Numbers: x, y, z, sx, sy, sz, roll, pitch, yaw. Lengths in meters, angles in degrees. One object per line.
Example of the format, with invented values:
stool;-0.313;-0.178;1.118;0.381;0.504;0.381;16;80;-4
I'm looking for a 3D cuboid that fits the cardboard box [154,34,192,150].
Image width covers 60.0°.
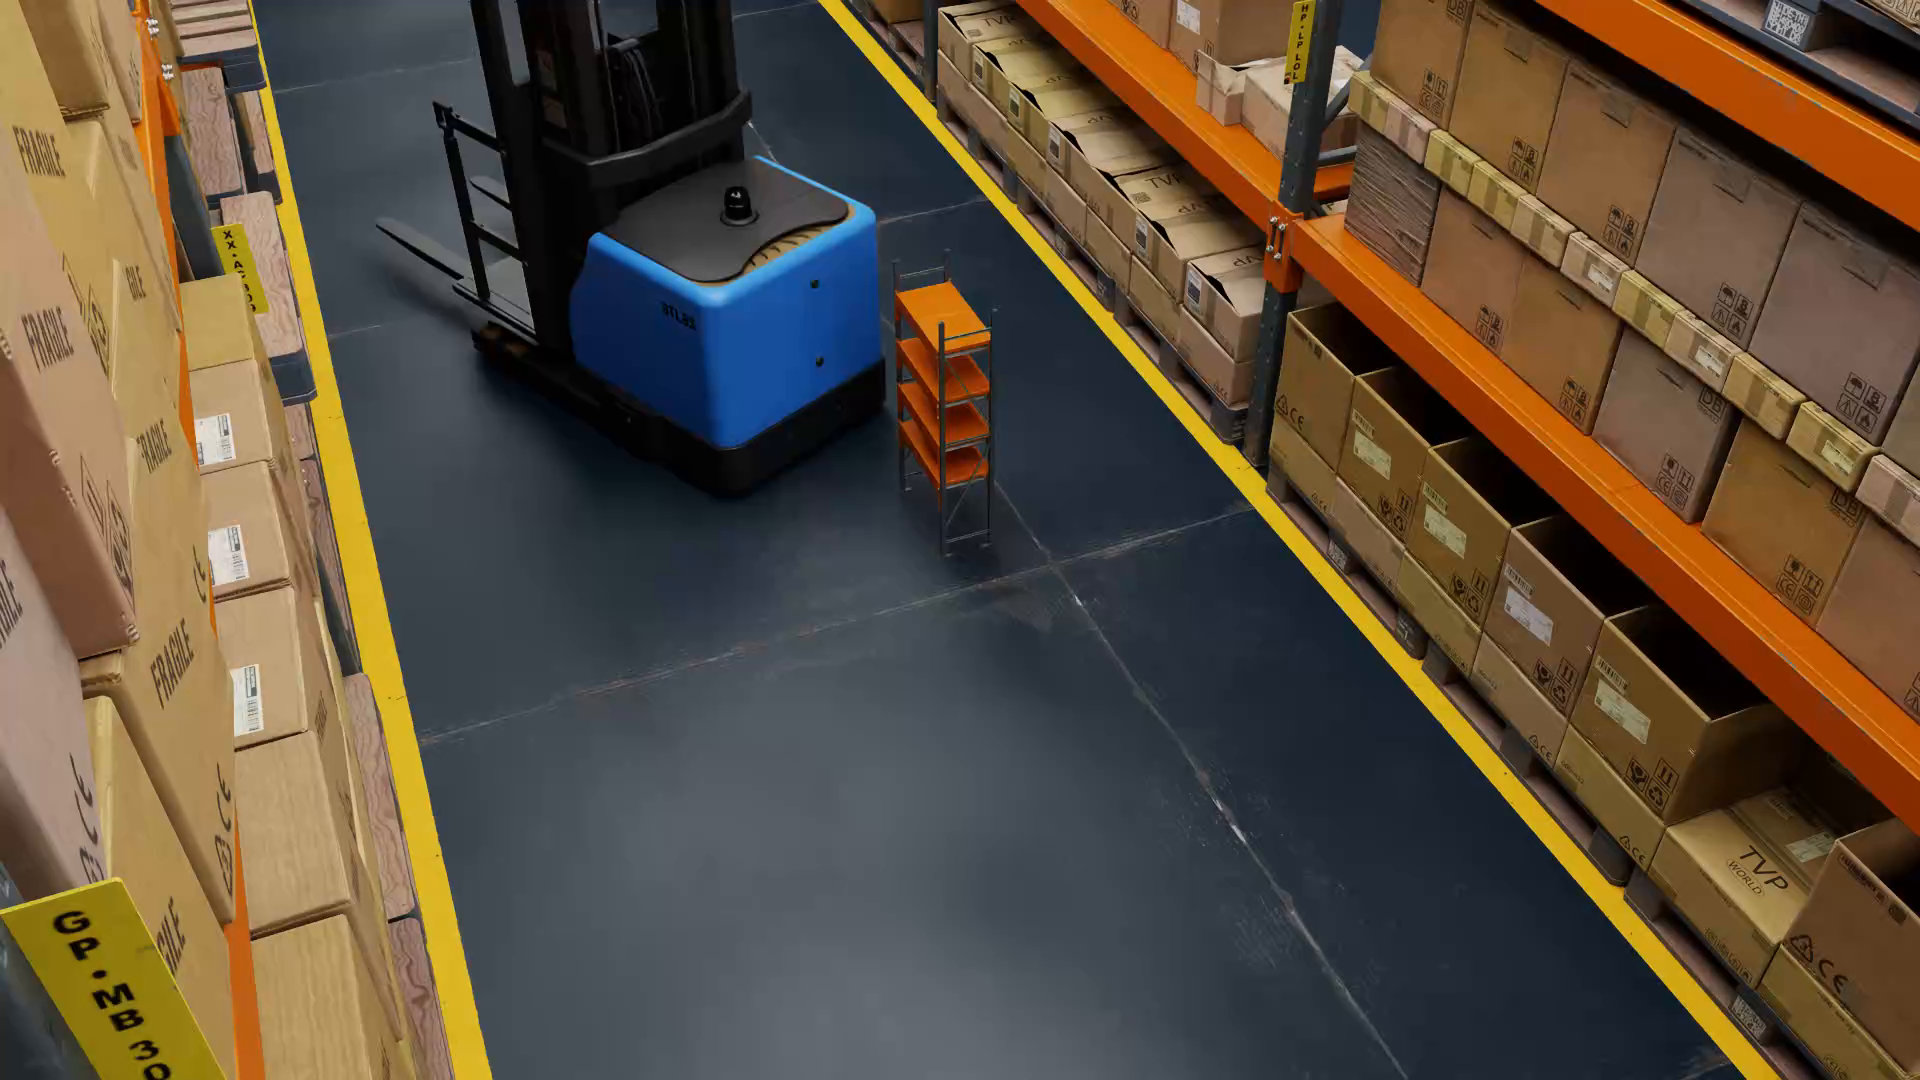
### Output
cardboard box;-3.436;-1.633;6.434;0.700;0.500;0.500;-10;42;-11

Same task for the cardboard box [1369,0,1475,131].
cardboard box;1.967;-1.888;6.073;0.700;0.500;0.500;-15;43;-17

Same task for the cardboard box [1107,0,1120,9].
cardboard box;0.918;-3.064;8.436;0.500;0.500;0.500;-17;44;-19

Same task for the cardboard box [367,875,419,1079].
cardboard box;-1.549;1.083;3.790;0.500;0.250;0.500;-16;43;-18

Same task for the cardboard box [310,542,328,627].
cardboard box;-2.140;0.176;4.845;0.500;0.250;0.500;-15;43;-17

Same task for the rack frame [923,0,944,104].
rack frame;0.260;-4.033;9.639;1.000;3.000;0.127;-15;43;-17

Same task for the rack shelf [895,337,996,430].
rack shelf;-0.063;-0.673;6.873;0.258;0.148;0.480;-15;43;-17

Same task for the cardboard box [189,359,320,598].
cardboard box;-2.122;-0.114;4.606;0.500;0.500;0.500;-15;43;-17

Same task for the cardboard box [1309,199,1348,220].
cardboard box;1.676;-1.567;8.128;0.500;0.311;0.500;-16;43;-17

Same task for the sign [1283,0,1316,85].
sign;1.293;-1.891;6.321;0.100;0.325;0.005;-15;43;-17

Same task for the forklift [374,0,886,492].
forklift;-1.786;-2.154;7.507;3.031;2.935;1.130;30;49;30

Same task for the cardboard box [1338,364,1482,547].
cardboard box;1.878;-0.368;6.589;0.500;0.500;0.500;-15;43;-17

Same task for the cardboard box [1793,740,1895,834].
cardboard box;3.129;0.706;5.340;0.500;0.500;0.500;-15;43;-17

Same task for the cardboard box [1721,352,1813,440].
cardboard box;2.502;-0.460;4.910;0.380;0.149;0.250;-14;43;-16

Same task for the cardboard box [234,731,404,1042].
cardboard box;-1.531;0.813;3.528;0.500;0.500;0.500;-16;43;-18

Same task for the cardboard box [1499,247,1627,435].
cardboard box;2.363;-0.776;5.776;0.700;0.500;0.500;-14;43;-16

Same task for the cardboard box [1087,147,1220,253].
cardboard box;0.977;-1.738;8.328;0.500;0.311;0.500;-15;43;-17

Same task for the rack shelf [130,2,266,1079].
rack shelf;-2.019;-0.045;3.253;1.077;0.370;4.000;-15;43;-17

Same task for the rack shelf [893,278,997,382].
rack shelf;-0.063;-0.853;6.719;0.258;0.148;0.480;-15;43;-17

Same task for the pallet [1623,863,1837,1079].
pallet;2.990;1.393;5.468;1.003;0.211;1.213;-15;43;-17

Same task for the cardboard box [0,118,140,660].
cardboard box;-1.322;-0.145;1.959;0.500;0.500;0.500;-16;43;-17

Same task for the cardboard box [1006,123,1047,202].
cardboard box;0.587;-2.147;9.233;0.500;0.250;0.500;-16;43;-18

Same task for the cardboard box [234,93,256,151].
cardboard box;-4.475;-2.615;9.317;0.750;0.750;0.750;-16;43;-17

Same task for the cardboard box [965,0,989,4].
cardboard box;0.350;-3.598;10.713;0.500;0.500;0.500;-13;42;-15

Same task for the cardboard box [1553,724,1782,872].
cardboard box;2.448;0.821;5.781;0.500;0.250;0.500;-15;43;-17

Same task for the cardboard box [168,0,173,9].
cardboard box;-4.126;-2.719;7.697;0.700;0.500;0.500;-20;45;-22

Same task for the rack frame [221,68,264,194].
rack frame;-4.315;-2.795;8.200;1.000;3.000;0.127;-15;43;-17

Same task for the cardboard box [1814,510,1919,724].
cardboard box;2.949;0.149;4.700;0.700;0.500;0.500;-14;43;-16

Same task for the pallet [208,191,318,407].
pallet;-2.942;-0.809;6.038;1.003;0.211;1.213;-15;43;-17

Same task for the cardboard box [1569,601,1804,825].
cardboard box;2.445;0.537;5.536;0.500;0.500;0.500;-15;43;-17

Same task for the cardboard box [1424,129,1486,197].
cardboard box;1.911;-1.391;5.993;0.380;0.149;0.250;-16;43;-18

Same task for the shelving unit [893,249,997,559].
shelving unit;-0.063;-0.555;6.975;0.258;1.200;0.503;-15;43;-17

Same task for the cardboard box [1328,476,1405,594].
cardboard box;1.875;-0.083;6.832;0.500;0.250;0.500;-15;43;-17

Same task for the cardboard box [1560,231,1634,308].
cardboard box;2.212;-0.922;5.447;0.380;0.149;0.250;-16;43;-18

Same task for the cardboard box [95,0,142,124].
cardboard box;-2.362;-1.324;4.097;0.500;0.500;0.500;-14;43;-16

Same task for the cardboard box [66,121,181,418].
cardboard box;-1.750;-0.384;3.004;0.500;0.500;0.500;-13;42;-14

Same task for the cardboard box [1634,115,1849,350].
cardboard box;2.543;-0.981;5.018;0.700;0.500;0.500;-15;43;-17

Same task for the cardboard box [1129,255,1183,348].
cardboard box;1.173;-1.223;8.158;0.500;0.250;0.500;-16;43;-18

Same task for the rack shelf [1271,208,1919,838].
rack shelf;2.556;-0.146;5.671;1.077;0.370;4.000;-15;43;-17

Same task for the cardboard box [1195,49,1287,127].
cardboard box;1.285;-2.056;7.444;0.396;0.266;0.258;-16;43;-18

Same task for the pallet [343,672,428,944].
pallet;-2.495;1.068;5.847;1.003;0.211;1.213;-15;43;-17

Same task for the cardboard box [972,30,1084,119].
cardboard box;0.398;-2.659;9.399;0.500;0.311;0.500;-16;43;-18

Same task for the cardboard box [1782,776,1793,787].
cardboard box;2.936;0.689;5.935;0.500;0.250;0.500;-15;43;-17

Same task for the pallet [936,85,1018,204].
pallet;0.539;-2.470;9.961;1.003;0.211;1.213;-15;43;-17

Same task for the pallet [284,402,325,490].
pallet;-3.554;-0.533;7.708;1.003;0.211;1.213;-15;43;-17

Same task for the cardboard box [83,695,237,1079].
cardboard box;-1.151;0.577;1.885;0.500;0.500;0.500;-14;43;-16
